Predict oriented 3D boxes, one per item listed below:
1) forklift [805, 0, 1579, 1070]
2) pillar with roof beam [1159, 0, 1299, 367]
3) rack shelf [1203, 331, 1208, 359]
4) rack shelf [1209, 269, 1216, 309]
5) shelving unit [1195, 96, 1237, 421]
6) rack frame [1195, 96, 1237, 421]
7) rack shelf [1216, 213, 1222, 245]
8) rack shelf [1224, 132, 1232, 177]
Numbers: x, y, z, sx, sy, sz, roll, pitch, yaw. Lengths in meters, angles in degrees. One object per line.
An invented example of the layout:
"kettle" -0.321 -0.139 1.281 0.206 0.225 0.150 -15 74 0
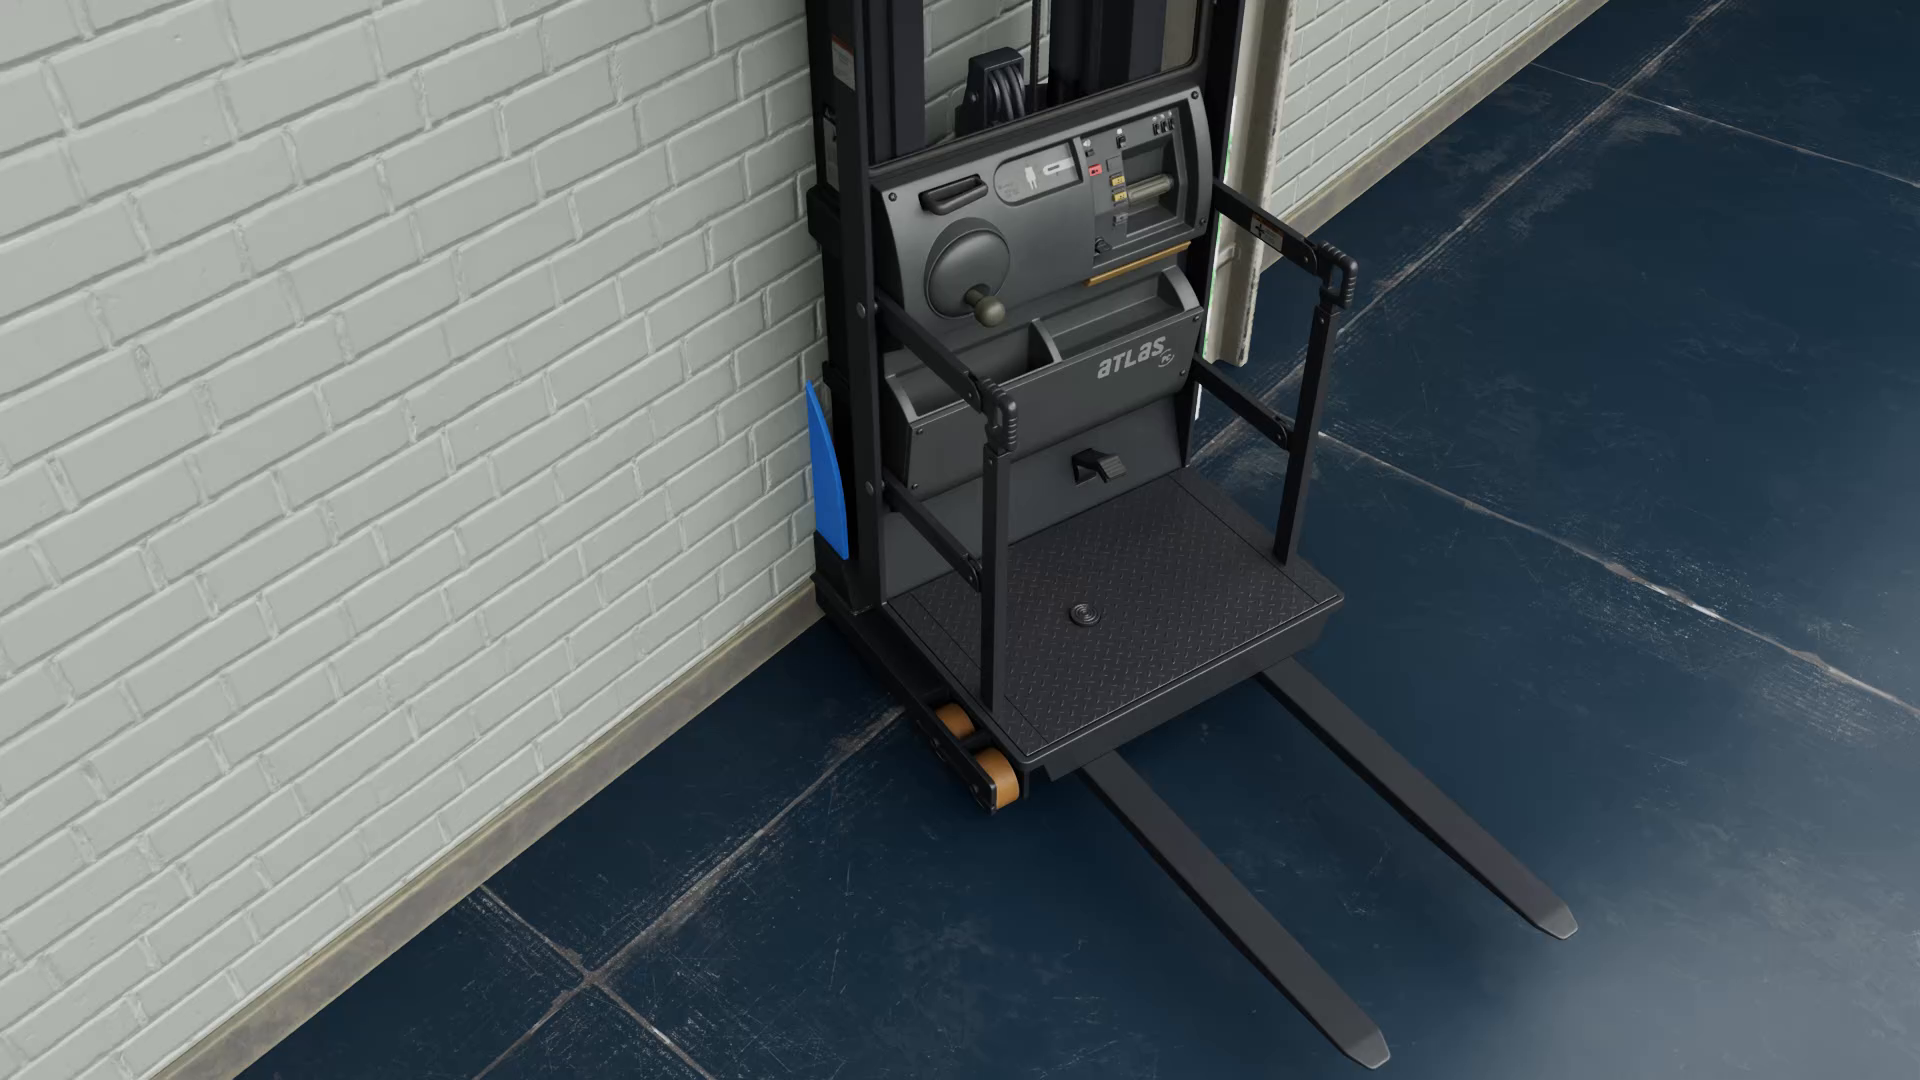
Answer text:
"forklift" 0.347 -0.731 3.875 1.130 2.935 3.031 -24 47 -24
"pillar with roof beam" 4.083 -2.074 0.842 9.100 9.000 0.400 29 50 28
"rack shelf" 0.570 -0.552 5.415 0.258 0.148 0.480 27 49 27
"rack shelf" 0.570 -0.730 5.254 0.258 0.148 0.480 27 49 27
"shelving unit" 0.570 -0.777 5.211 0.258 1.200 0.503 27 49 27
"rack frame" 0.717 -0.907 5.356 0.240 1.200 0.015 27 49 27
"rack shelf" 0.570 -0.908 5.093 0.258 0.148 0.480 27 49 27
"rack shelf" 0.570 -1.086 4.933 0.258 0.148 0.480 27 49 27
